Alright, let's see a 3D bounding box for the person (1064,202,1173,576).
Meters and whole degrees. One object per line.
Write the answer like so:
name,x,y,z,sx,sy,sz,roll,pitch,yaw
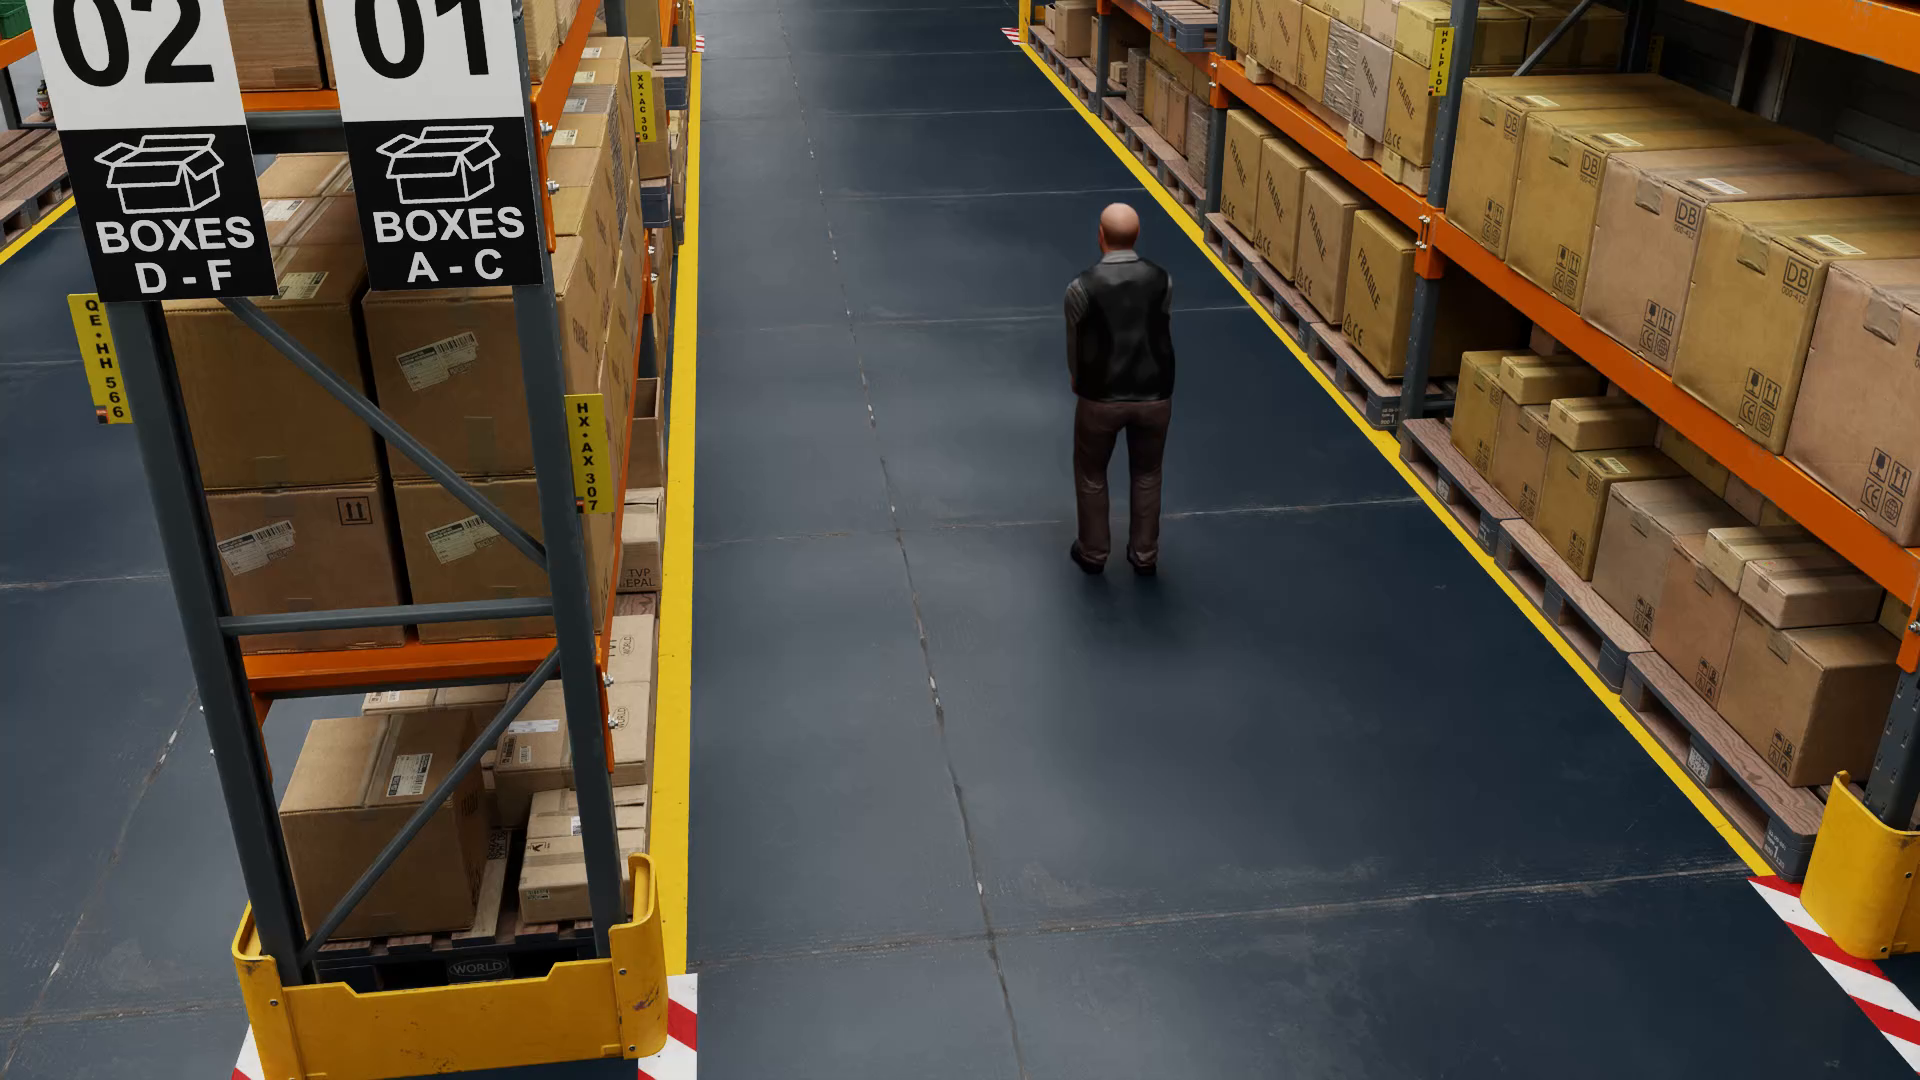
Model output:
person,0.693,-0.626,7.511,0.486,1.604,0.560,-4,27,-8
